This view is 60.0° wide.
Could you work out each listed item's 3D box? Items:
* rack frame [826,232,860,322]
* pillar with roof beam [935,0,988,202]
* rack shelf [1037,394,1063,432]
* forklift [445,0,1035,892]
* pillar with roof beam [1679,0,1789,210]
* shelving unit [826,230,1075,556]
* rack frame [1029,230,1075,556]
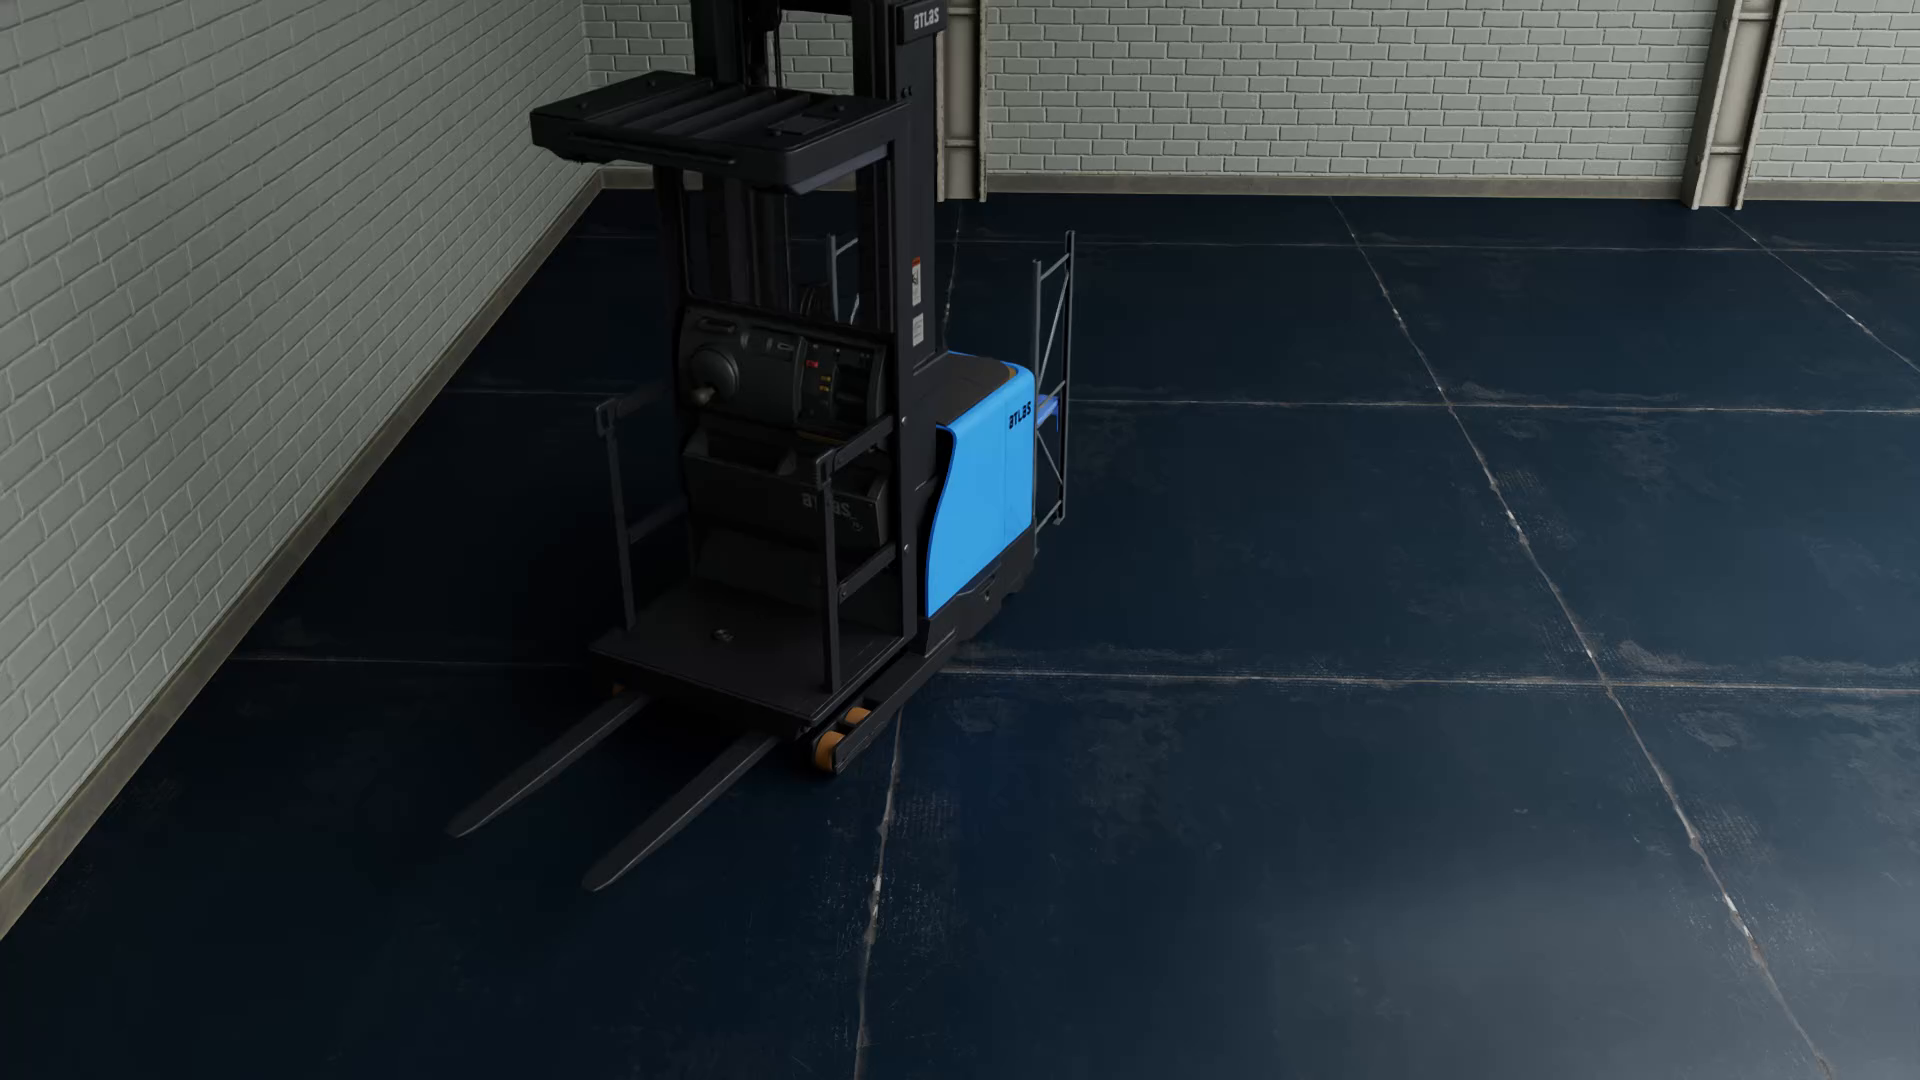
[{"bbox_3d":[-0.512,-0.859,8.270,0.032,1.500,0.500,11,30,20],"label":"rack frame"},{"bbox_3d":[-0.137,-4.757,7.616,0.400,9.000,9.100,1,28,2],"label":"pillar with roof beam"},{"bbox_3d":[-0.042,-0.609,8.182,1.000,0.185,0.538,11,30,20],"label":"rack shelf"},{"bbox_3d":[-0.797,-0.620,6.290,1.130,2.935,3.031,14,31,25],"label":"forklift"},{"bbox_3d":[5.859,-4.658,7.429,0.400,9.000,9.100,1,28,2],"label":"pillar with roof beam"},{"bbox_3d":[-0.042,-0.768,8.098,1.048,1.500,0.538,11,30,20],"label":"shelving unit"},{"bbox_3d":[0.427,-0.677,7.926,0.032,1.500,0.500,11,30,20],"label":"rack frame"}]
